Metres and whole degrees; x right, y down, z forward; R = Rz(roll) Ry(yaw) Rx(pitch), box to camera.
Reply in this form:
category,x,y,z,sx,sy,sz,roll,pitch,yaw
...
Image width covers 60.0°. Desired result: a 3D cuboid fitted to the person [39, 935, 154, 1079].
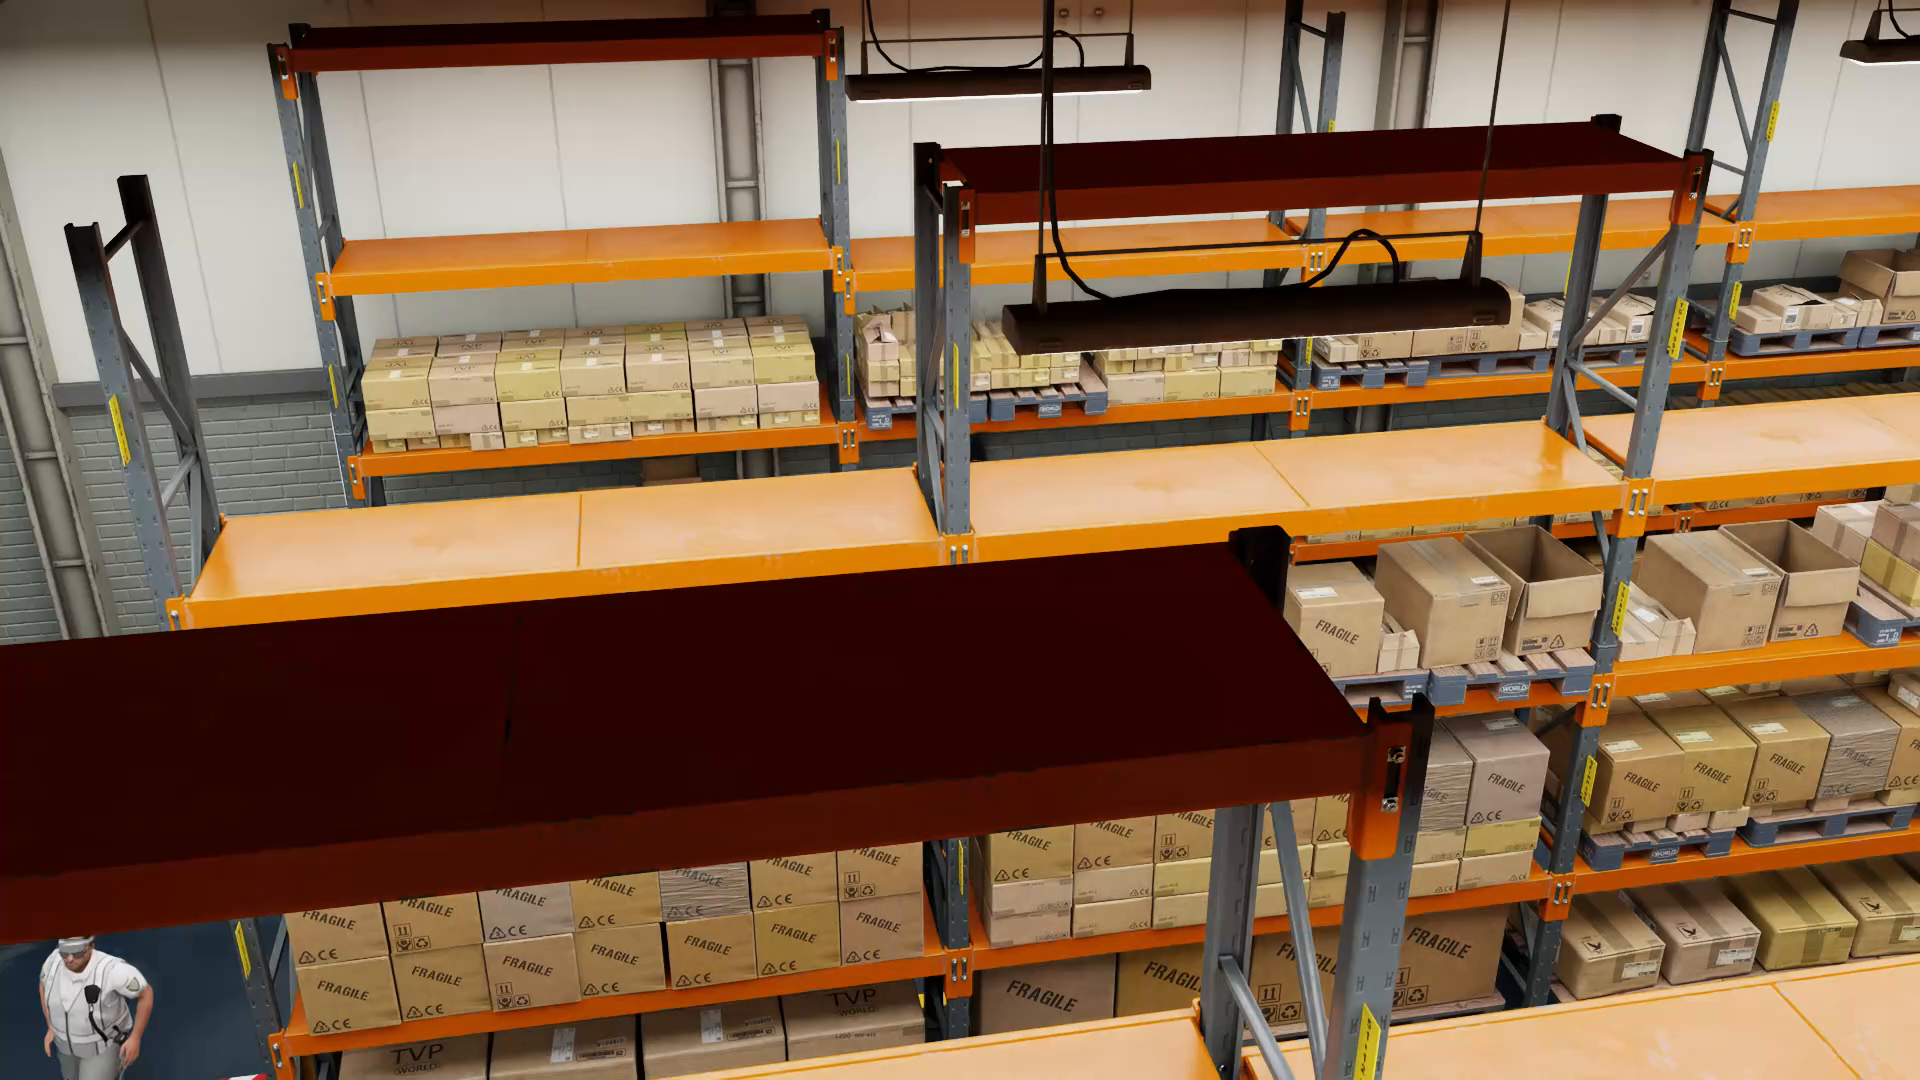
category,x,y,z,sx,sy,sz,roll,pitch,yaw
person,-5.227,2.987,10.097,0.725,1.738,0.857,4,26,7
